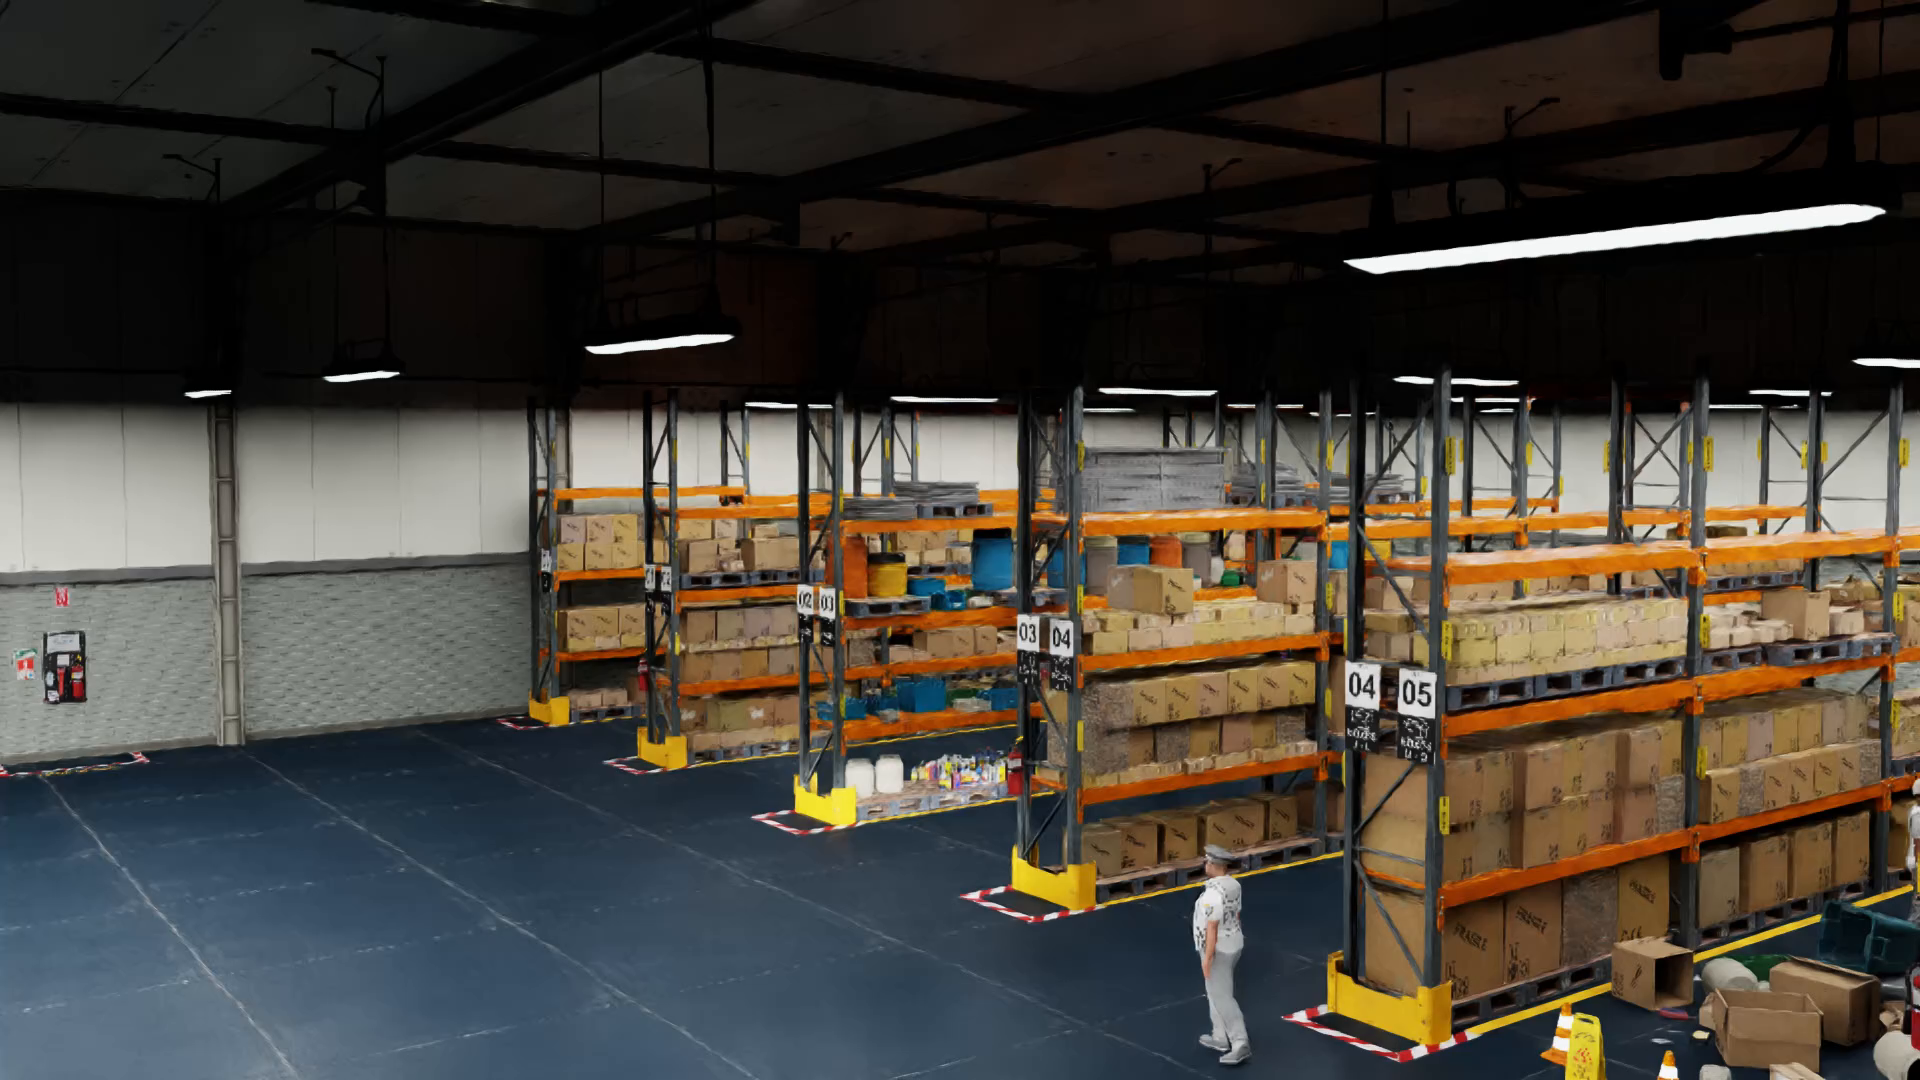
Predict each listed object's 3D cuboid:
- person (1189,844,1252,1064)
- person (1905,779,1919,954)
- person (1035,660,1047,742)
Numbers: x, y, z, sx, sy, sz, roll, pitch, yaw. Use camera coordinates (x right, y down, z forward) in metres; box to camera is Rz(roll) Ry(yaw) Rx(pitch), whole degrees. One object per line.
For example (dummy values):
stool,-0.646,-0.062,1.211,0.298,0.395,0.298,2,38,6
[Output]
person,2.230,3.468,14.020,0.541,1.748,0.651,2,4,29
person,9.662,3.285,16.676,0.415,1.781,0.603,2,4,28
person,1.445,2.738,27.886,0.948,1.540,0.430,-3,4,-37
